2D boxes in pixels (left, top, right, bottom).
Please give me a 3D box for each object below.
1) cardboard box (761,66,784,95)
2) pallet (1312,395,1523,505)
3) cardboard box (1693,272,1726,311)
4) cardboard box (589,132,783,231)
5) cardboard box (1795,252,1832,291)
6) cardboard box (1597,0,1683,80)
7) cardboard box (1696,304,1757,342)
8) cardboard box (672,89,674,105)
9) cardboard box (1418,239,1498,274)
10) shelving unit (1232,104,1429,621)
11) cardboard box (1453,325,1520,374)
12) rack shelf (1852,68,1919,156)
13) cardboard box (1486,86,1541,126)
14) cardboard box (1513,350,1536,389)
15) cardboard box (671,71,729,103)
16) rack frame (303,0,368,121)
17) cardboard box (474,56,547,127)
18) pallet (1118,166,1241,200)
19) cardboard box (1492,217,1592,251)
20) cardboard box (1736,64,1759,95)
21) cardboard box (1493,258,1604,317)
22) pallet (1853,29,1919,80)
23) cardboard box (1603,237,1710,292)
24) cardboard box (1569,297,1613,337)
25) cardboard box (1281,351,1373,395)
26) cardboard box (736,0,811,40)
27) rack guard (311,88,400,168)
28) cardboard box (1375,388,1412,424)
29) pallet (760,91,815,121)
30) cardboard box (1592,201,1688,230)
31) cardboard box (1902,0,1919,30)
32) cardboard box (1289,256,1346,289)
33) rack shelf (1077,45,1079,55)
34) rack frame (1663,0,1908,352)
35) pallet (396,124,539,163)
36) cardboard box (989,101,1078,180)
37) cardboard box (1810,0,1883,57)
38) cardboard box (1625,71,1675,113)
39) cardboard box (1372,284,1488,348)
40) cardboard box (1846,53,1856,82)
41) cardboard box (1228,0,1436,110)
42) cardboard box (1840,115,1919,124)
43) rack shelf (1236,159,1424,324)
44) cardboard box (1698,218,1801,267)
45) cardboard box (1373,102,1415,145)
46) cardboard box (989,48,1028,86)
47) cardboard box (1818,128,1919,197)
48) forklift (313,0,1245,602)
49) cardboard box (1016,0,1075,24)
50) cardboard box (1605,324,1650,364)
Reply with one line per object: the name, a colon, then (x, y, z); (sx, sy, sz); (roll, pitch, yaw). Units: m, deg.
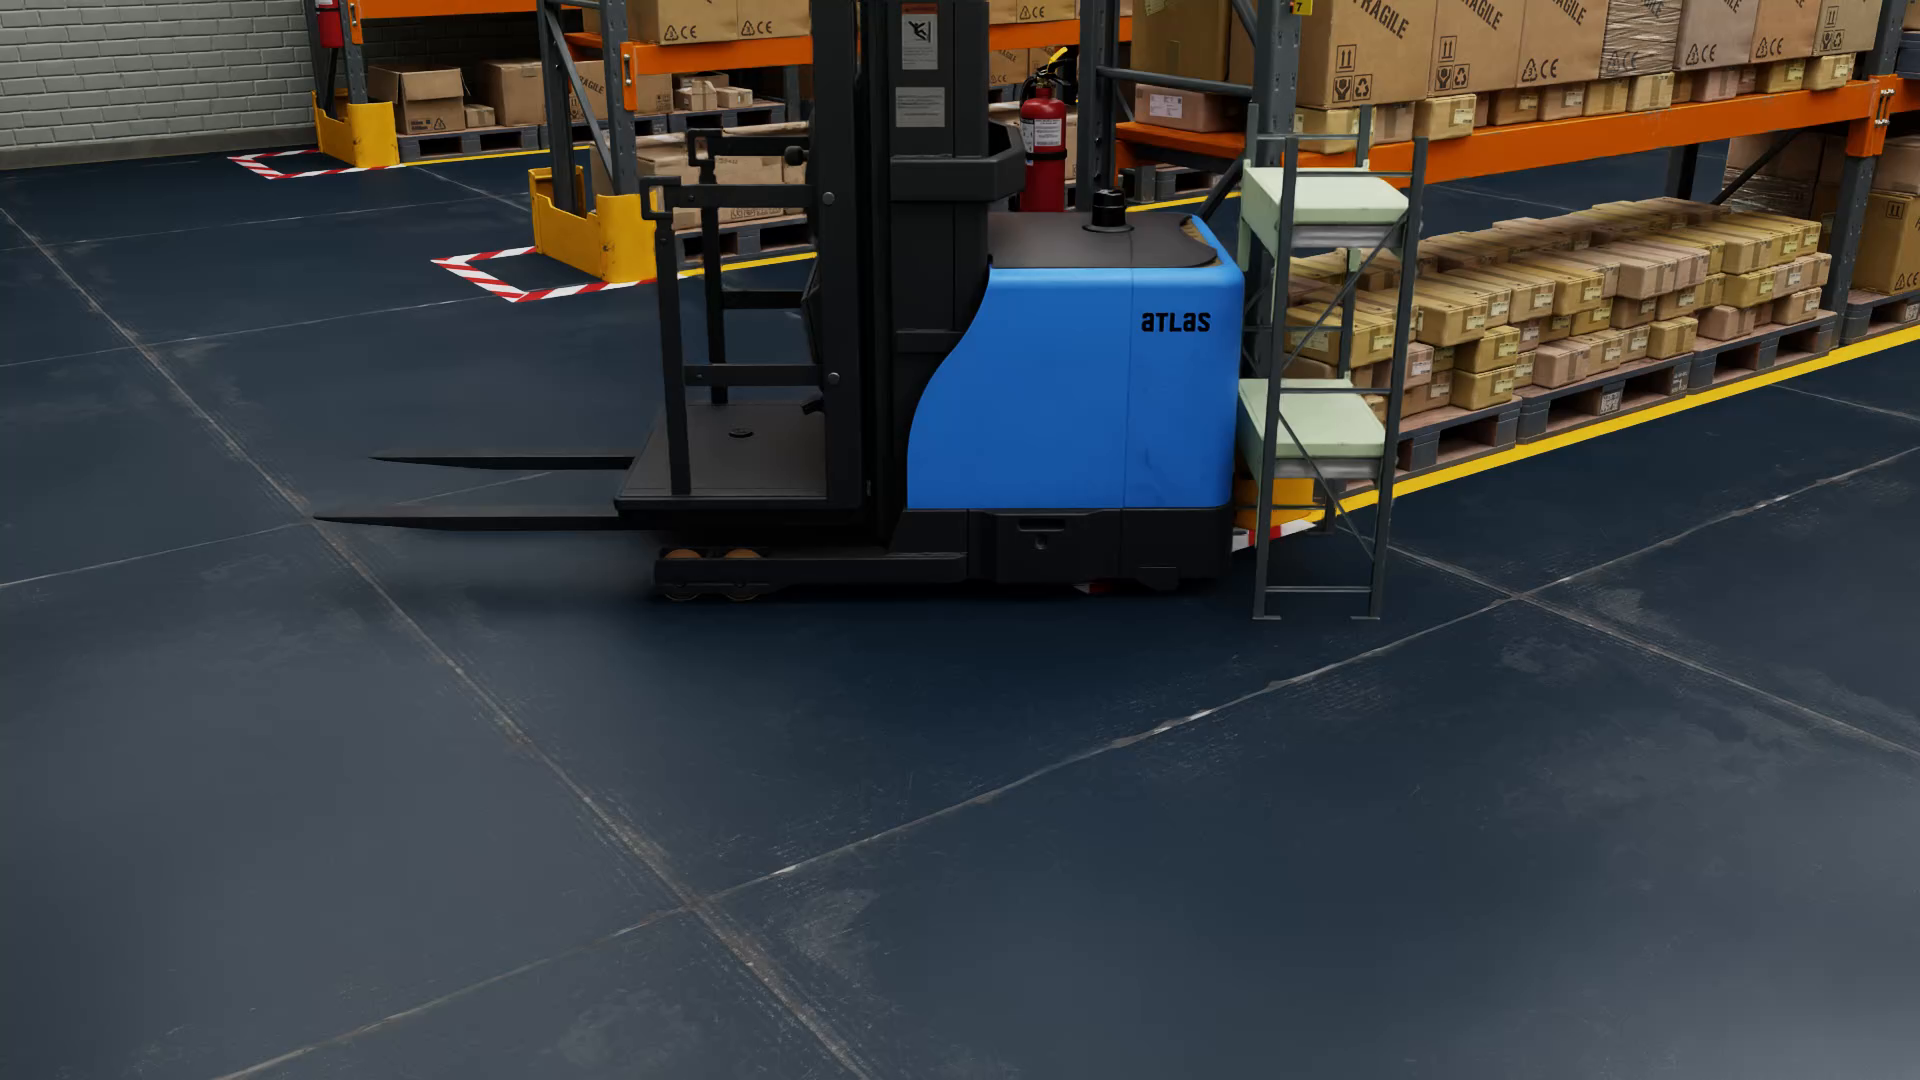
cardboard box: (-1.619, -4.670, 16.359); (0.500, 0.500, 0.500); (-15, 26, -33)
pallet: (1.525, -0.502, 6.869); (1.213, 0.211, 1.003); (-15, 26, -33)
cardboard box: (3.280, -1.176, 7.675); (0.250, 0.149, 0.380); (-15, 26, -32)
cardboard box: (-1.712, -2.261, 10.405); (0.875, 0.438, 0.875); (-16, 27, -35)
cardboard box: (3.960, -1.326, 8.052); (0.250, 0.149, 0.380); (-14, 26, -32)
cardboard box: (2.544, -2.152, 6.705); (0.500, 0.500, 0.500); (-16, 27, -34)
cardboard box: (3.474, -1.057, 7.778); (0.250, 0.149, 0.380); (-16, 27, -35)
cardboard box: (-2.871, -4.146, 15.519); (0.250, 0.149, 0.380); (-15, 26, -34)
cardboard box: (2.150, -1.220, 7.384); (0.250, 0.149, 0.380); (-16, 27, -35)
shelving unit: (1.130, -0.580, 5.327); (0.431, 1.500, 0.755); (0, 22, 1)
cardboard box: (2.032, -0.805, 6.746); (0.250, 0.149, 0.380); (-14, 26, -31)
rack shelf: (5.654, -2.580, 9.285); (4.000, 0.370, 1.077); (-15, 26, -33)
cardboard box: (2.034, -1.728, 6.520); (0.250, 0.149, 0.380); (-15, 26, -33)
cardboard box: (2.181, -0.747, 7.000); (0.250, 0.149, 0.380); (-15, 26, -33)
cardboard box: (-2.519, -4.315, 15.724); (0.500, 0.311, 0.500); (-14, 26, -31)
rack frame: (-5.092, -4.575, 13.314); (0.127, 3.000, 1.000); (-15, 26, -33)
cardboard box: (-3.823, -3.886, 14.394); (0.500, 0.500, 0.700); (-14, 26, -31)
pallet: (1.640, -2.843, 12.736); (1.213, 0.211, 1.003); (-15, 26, -33)
cardboard box: (2.742, -1.411, 7.862); (0.250, 0.149, 0.380); (-14, 26, -32)
cardboard box: (3.288, -2.069, 7.372); (0.250, 0.149, 0.380); (-16, 27, -34)
cardboard box: (2.464, -1.065, 6.994); (0.250, 0.149, 0.380); (-14, 26, -32)
pallet: (4.736, -2.514, 8.407); (1.213, 0.211, 1.003); (-15, 26, -33)
cardboard box: (3.089, -1.231, 7.410); (0.250, 0.149, 0.380); (-16, 27, -35)
cardboard box: (2.613, -1.018, 7.279); (0.250, 0.149, 0.380); (-14, 25, -30)
cardboard box: (1.358, -0.661, 6.383); (0.250, 0.149, 0.380); (-14, 26, -31)
cardboard box: (-1.238, -3.264, 9.895); (0.500, 0.500, 0.500); (-15, 26, -34)
rack guard: (-5.030, -3.431, 13.819); (0.348, 0.500, 1.175); (-15, 26, -33)
cardboard box: (1.560, -0.585, 6.594); (0.250, 0.149, 0.380); (-15, 26, -33)
pallet: (-1.207, -4.333, 16.471); (1.213, 0.211, 1.003); (-15, 26, -33)
cardboard box: (3.371, -1.574, 8.272); (0.250, 0.149, 0.380); (-13, 25, -30)
cardboard box: (4.619, -2.506, 7.902); (0.250, 0.149, 0.380); (-16, 27, -35)
cardboard box: (1.438, -1.085, 7.045); (0.250, 0.149, 0.380); (-16, 27, -34)
rack shelf: (2.681, -4.047, 12.962); (4.000, 0.370, 1.077); (-15, 26, -33)
rack frame: (4.030, -2.481, 8.067); (0.127, 3.000, 1.000); (-15, 26, -33)
pallet: (-4.383, -3.469, 14.306); (1.213, 0.211, 1.003); (-15, 26, -33)
cardboard box: (0.485, -2.850, 11.881); (0.875, 0.438, 0.875); (-15, 26, -34)
cardboard box: (3.803, -2.476, 7.518); (0.500, 0.500, 0.500); (-15, 26, -33)
cardboard box: (2.708, -1.872, 6.880); (0.250, 0.149, 0.380); (-14, 26, -32)
cardboard box: (1.840, -0.886, 6.546); (0.250, 0.149, 0.380); (-15, 26, -33)
cardboard box: (3.935, -2.232, 7.782); (0.250, 0.149, 0.380); (-15, 26, -33)
cardboard box: (1.309, -1.814, 5.859); (0.500, 0.500, 0.500); (-14, 25, -30)
cardboard box: (4.912, -2.208, 9.176); (0.500, 0.250, 0.500); (-14, 25, -30)
rack shelf: (1.130, -0.943, 5.182); (0.431, 0.370, 0.720); (0, 22, 1)
cardboard box: (3.709, -1.406, 7.849); (0.250, 0.149, 0.380); (-15, 26, -32)
cardboard box: (1.420, -1.538, 6.041); (0.250, 0.149, 0.380); (-14, 26, -31)
cardboard box: (0.349, -4.965, 17.098); (0.500, 0.500, 0.500); (-14, 25, -31)
cardboard box: (4.784, -1.944, 8.515); (0.500, 0.250, 0.500); (-16, 27, -35)
forklift: (-0.627, -1.329, 5.359); (3.031, 2.867, 1.129); (0, 22, -1)
cardboard box: (0.416, -3.704, 10.998); (0.500, 0.500, 0.500); (-16, 27, -34)
cardboard box: (2.820, -0.904, 7.395); (0.250, 0.149, 0.380); (-14, 26, -32)
